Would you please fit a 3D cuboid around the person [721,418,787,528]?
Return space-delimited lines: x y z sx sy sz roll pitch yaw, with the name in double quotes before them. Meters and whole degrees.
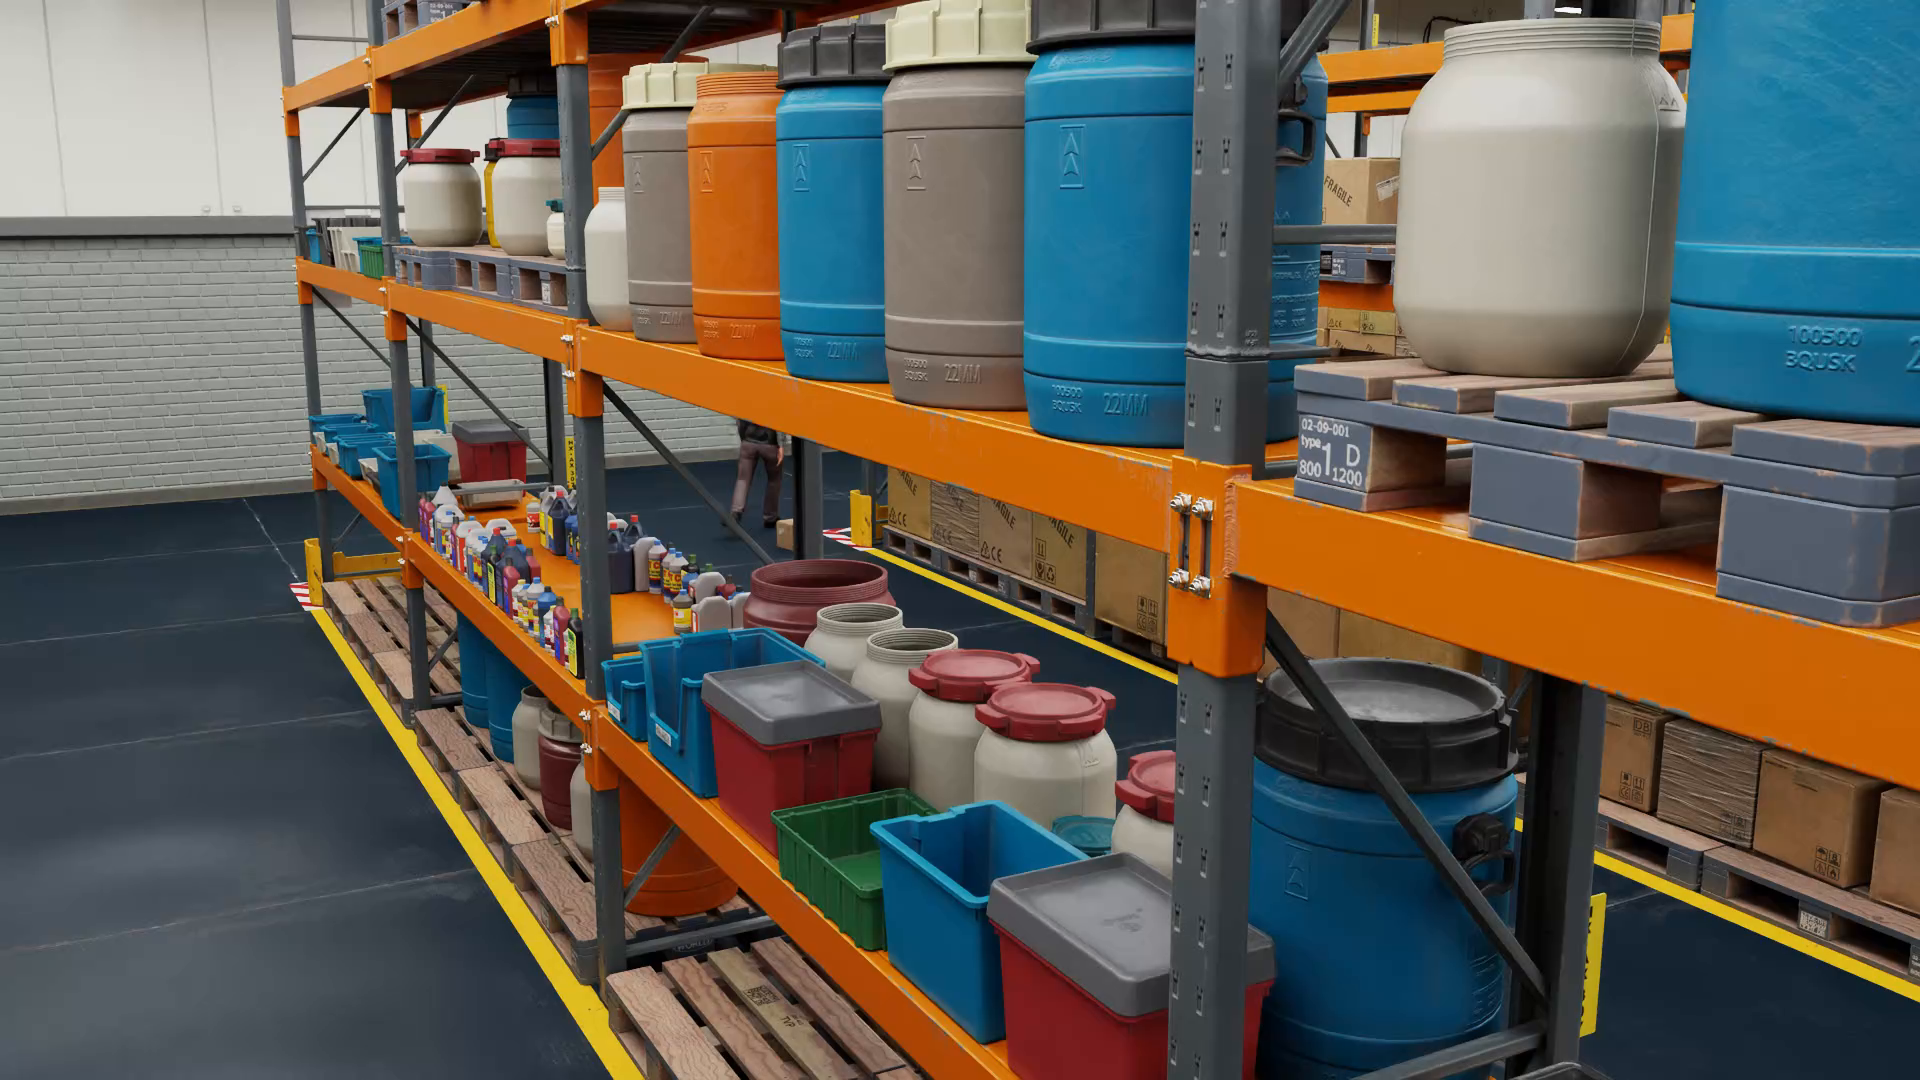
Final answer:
"person" -2.011 -0.927 16.563 0.621 1.696 0.870 3 12 12
